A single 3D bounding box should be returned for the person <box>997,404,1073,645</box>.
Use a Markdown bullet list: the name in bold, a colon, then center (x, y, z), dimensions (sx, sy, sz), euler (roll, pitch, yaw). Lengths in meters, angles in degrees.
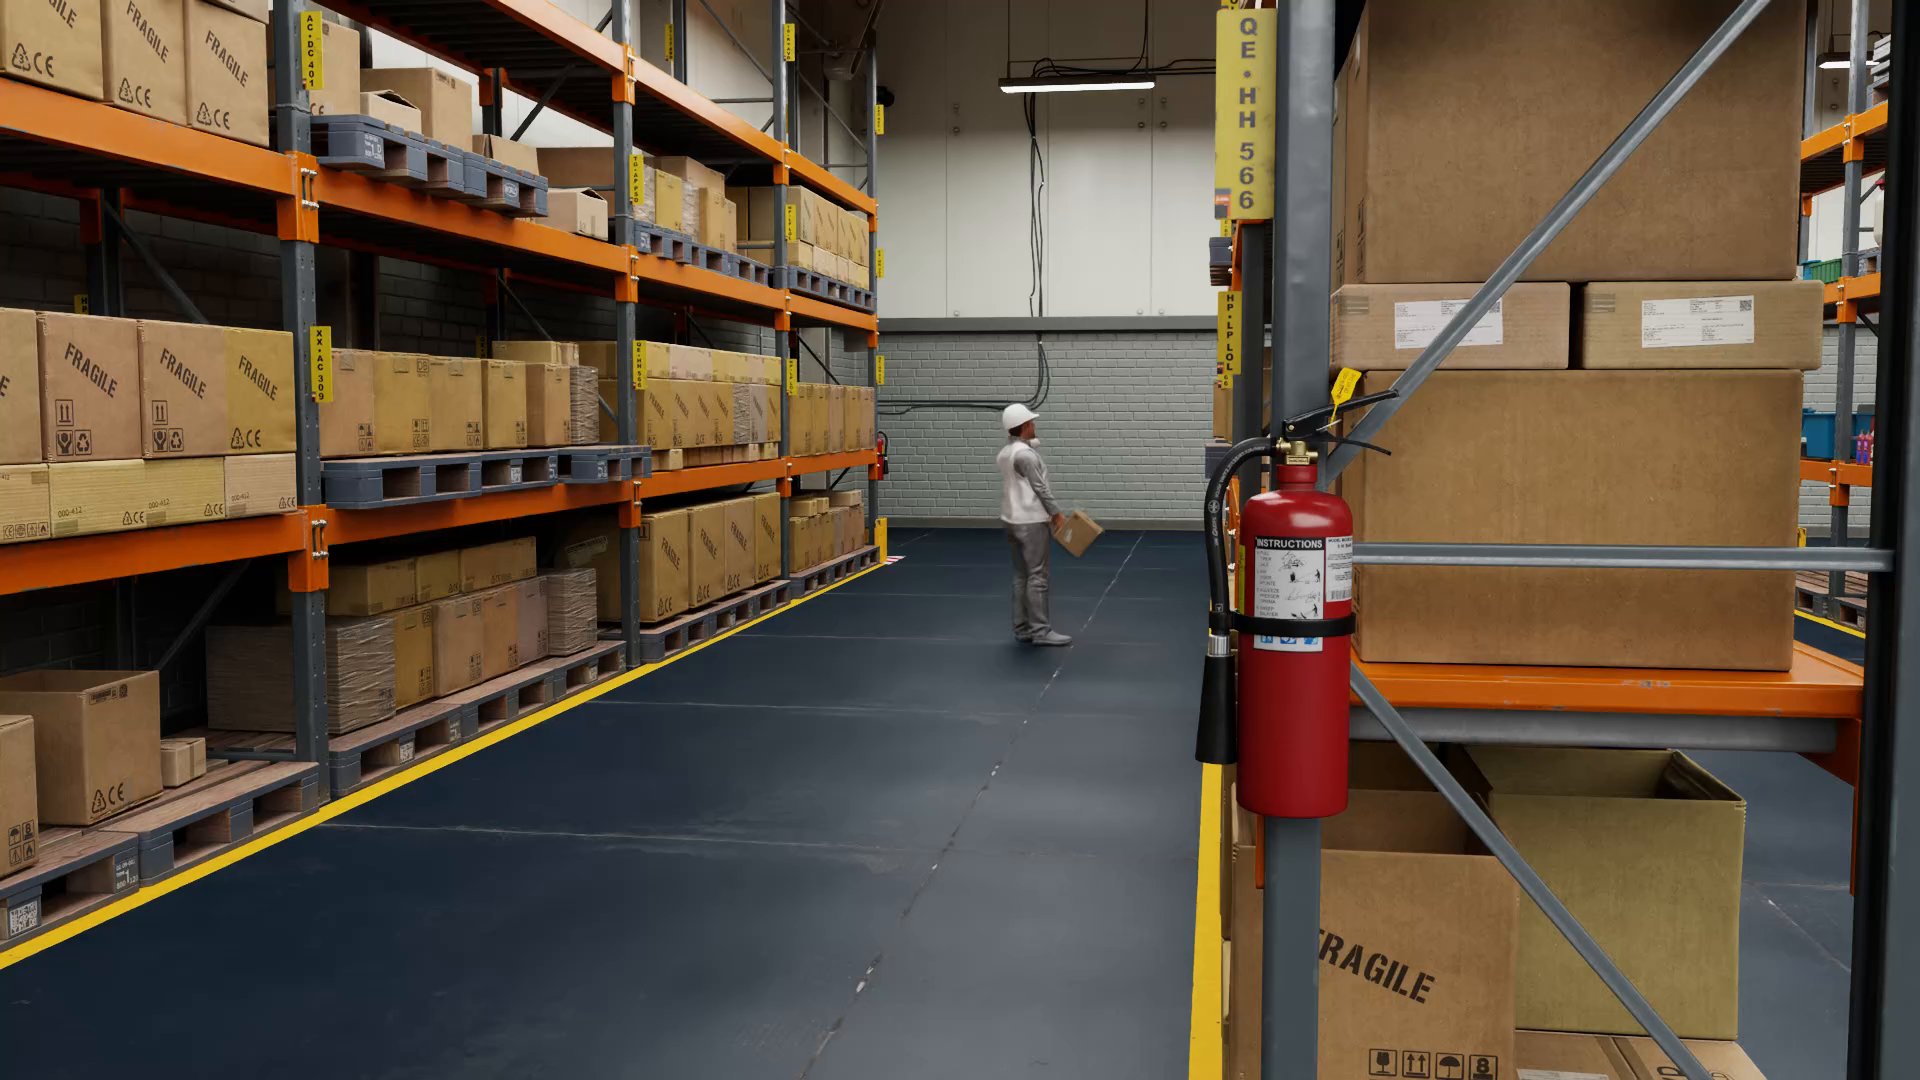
- **person**: center (0.549, -0.124, 12.455), dimensions (0.478, 1.776, 0.576), euler (-1, 5, -18)
